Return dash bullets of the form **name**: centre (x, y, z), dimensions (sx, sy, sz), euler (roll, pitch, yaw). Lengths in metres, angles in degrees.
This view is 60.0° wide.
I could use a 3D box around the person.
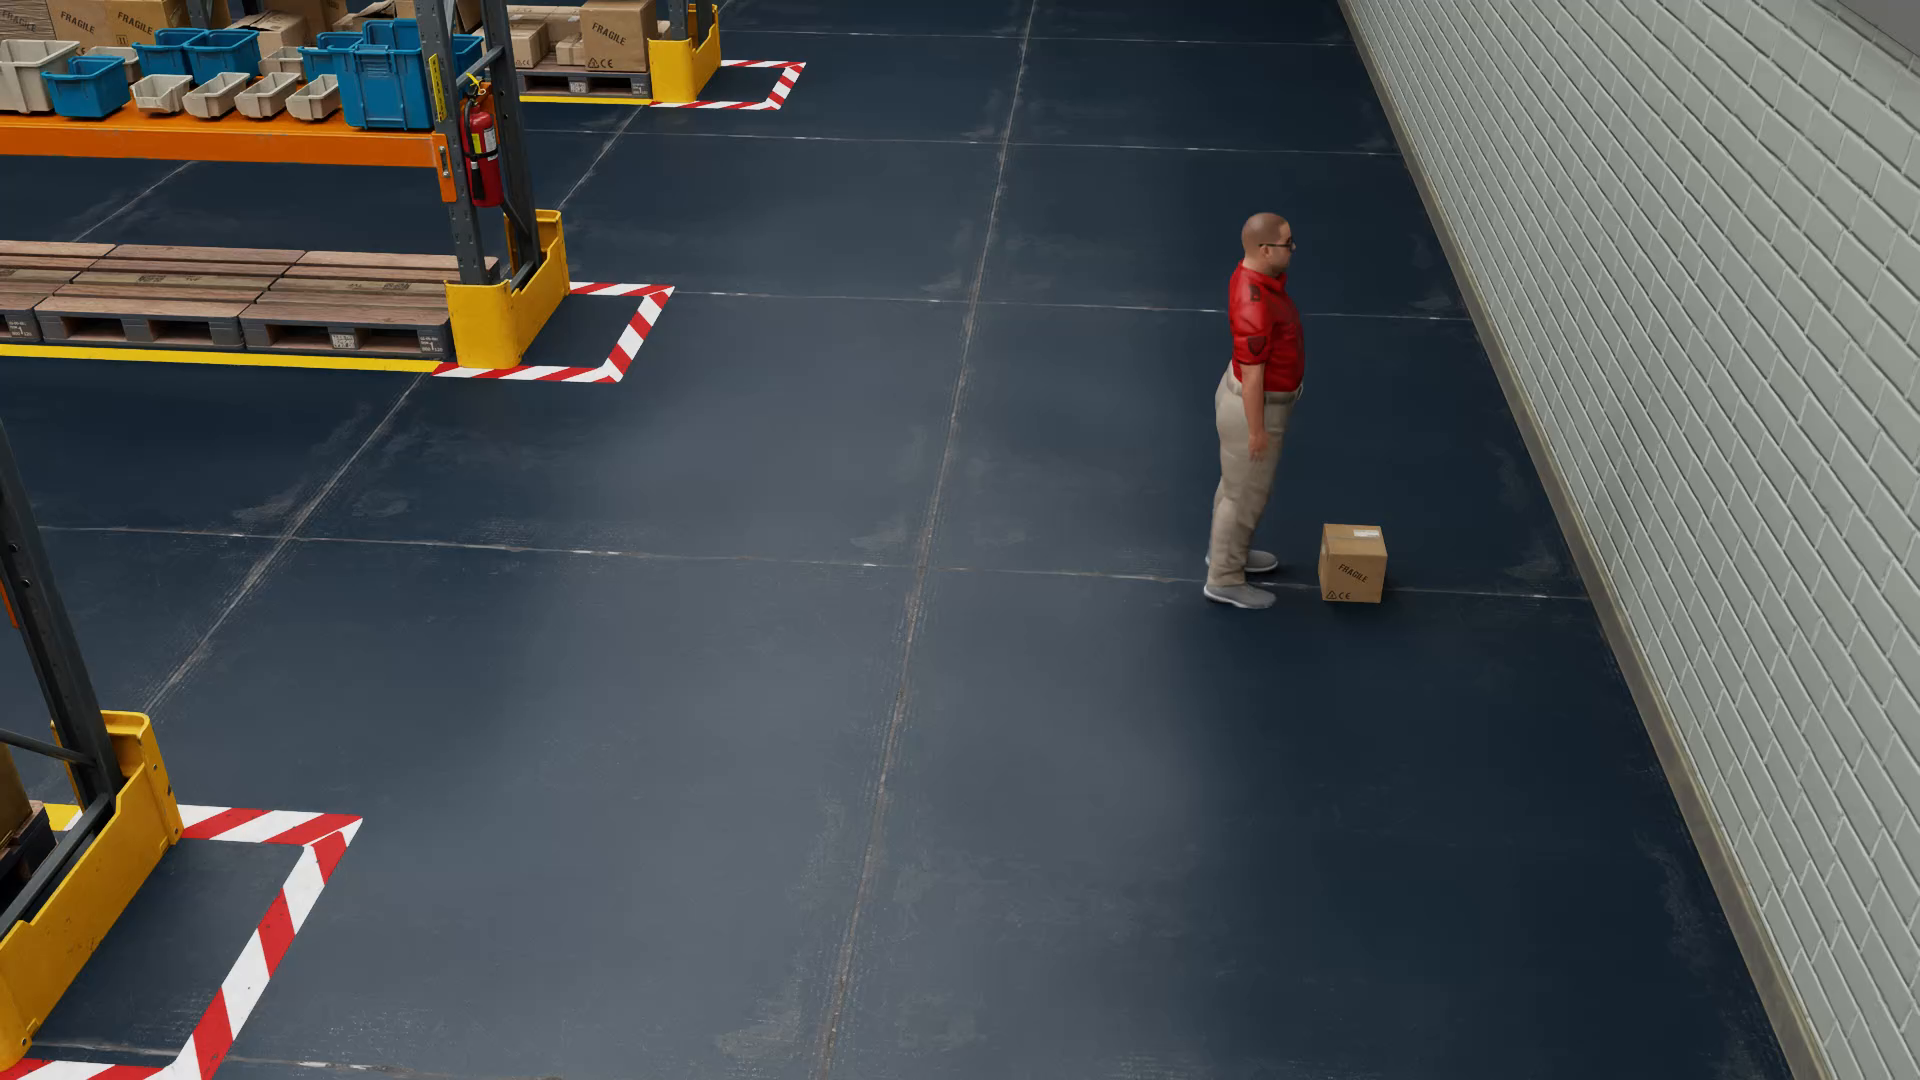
- **person**: centre (1.264, -0.550, 7.058), dimensions (0.361, 1.743, 0.530), euler (3, 32, 5)
